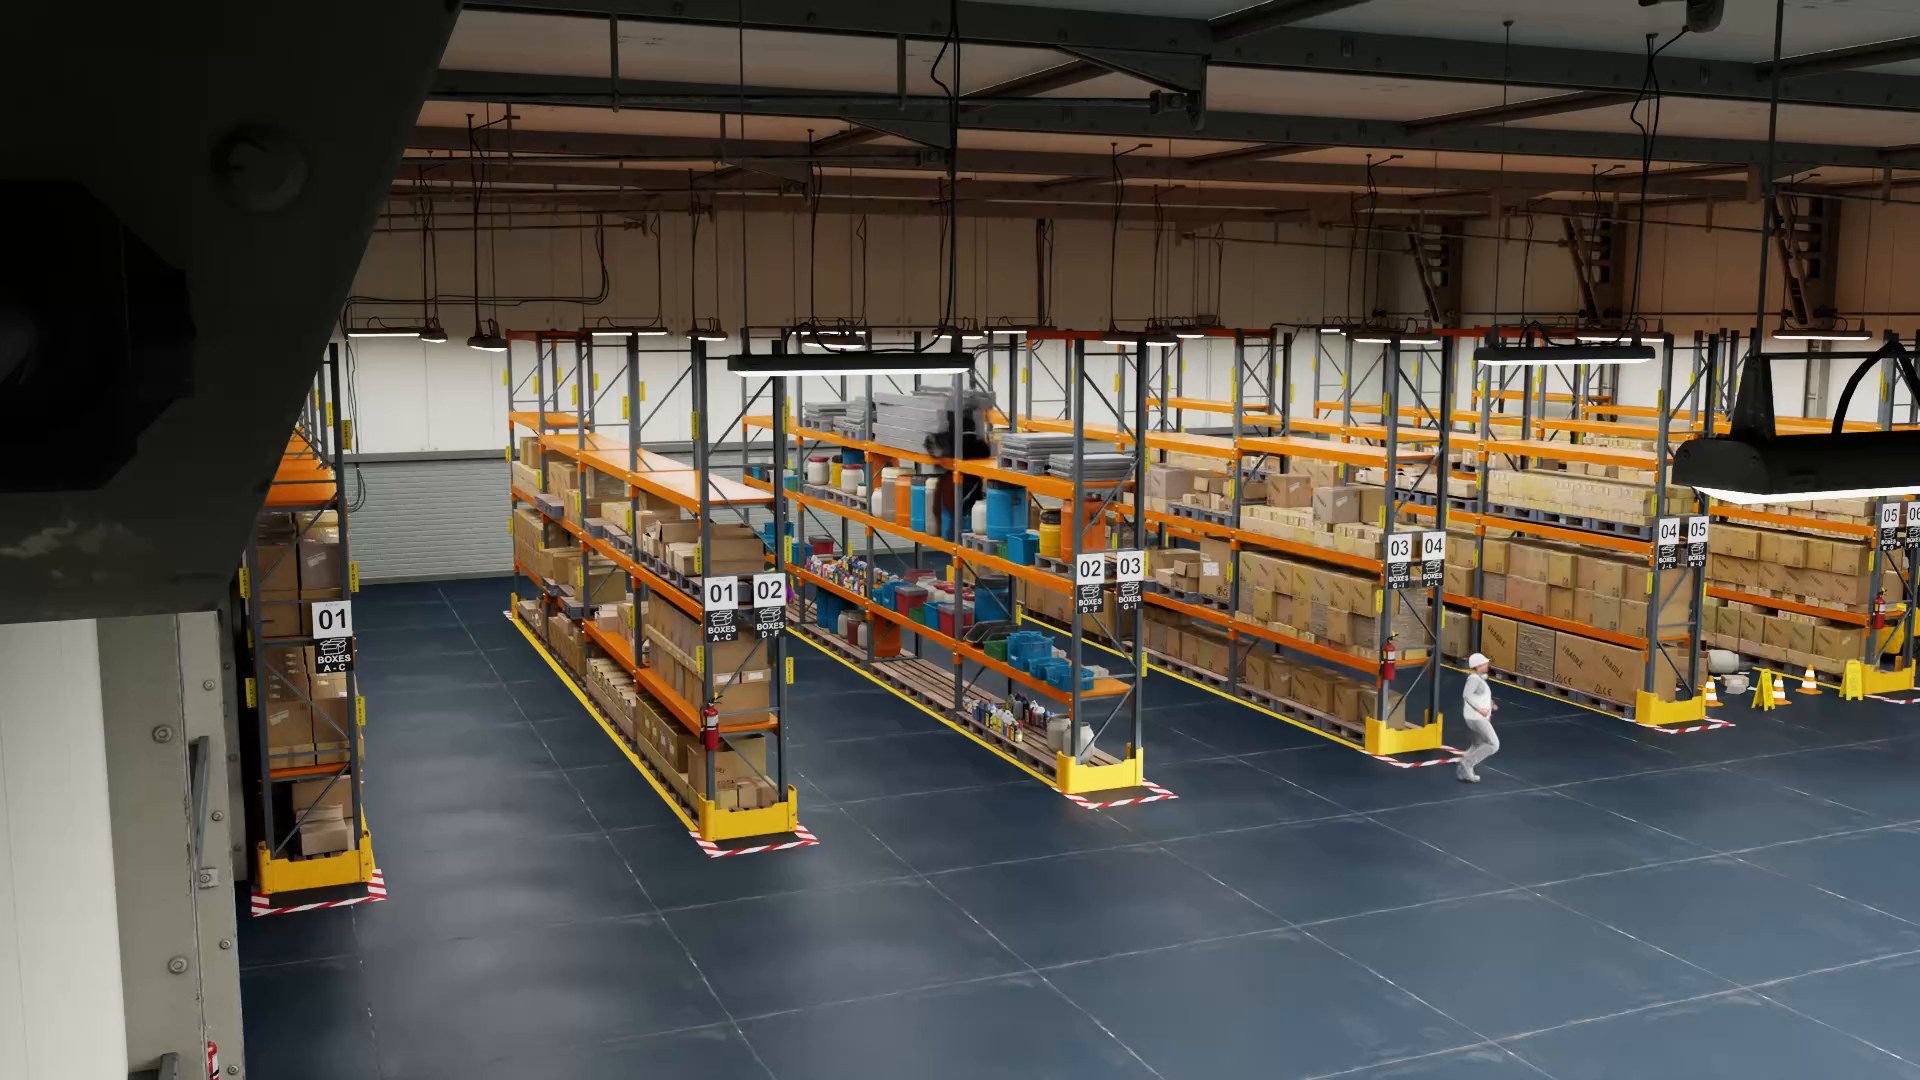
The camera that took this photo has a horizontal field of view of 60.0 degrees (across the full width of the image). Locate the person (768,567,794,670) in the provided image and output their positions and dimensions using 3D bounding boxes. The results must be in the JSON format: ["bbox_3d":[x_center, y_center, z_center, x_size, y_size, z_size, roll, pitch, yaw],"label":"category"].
[{"bbox_3d":[-3.308,1.396,29.912,0.666,1.828,0.766,-5,9,-35],"label":"person"}]

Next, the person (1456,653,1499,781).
[{"bbox_3d":[7.052,2.403,22.598,0.541,1.731,0.693,2,8,14],"label":"person"}]

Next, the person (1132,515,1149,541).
[{"bbox_3d":[4.532,-0.189,41.593,0.934,1.782,0.686,-5,9,-30],"label":"person"}]
